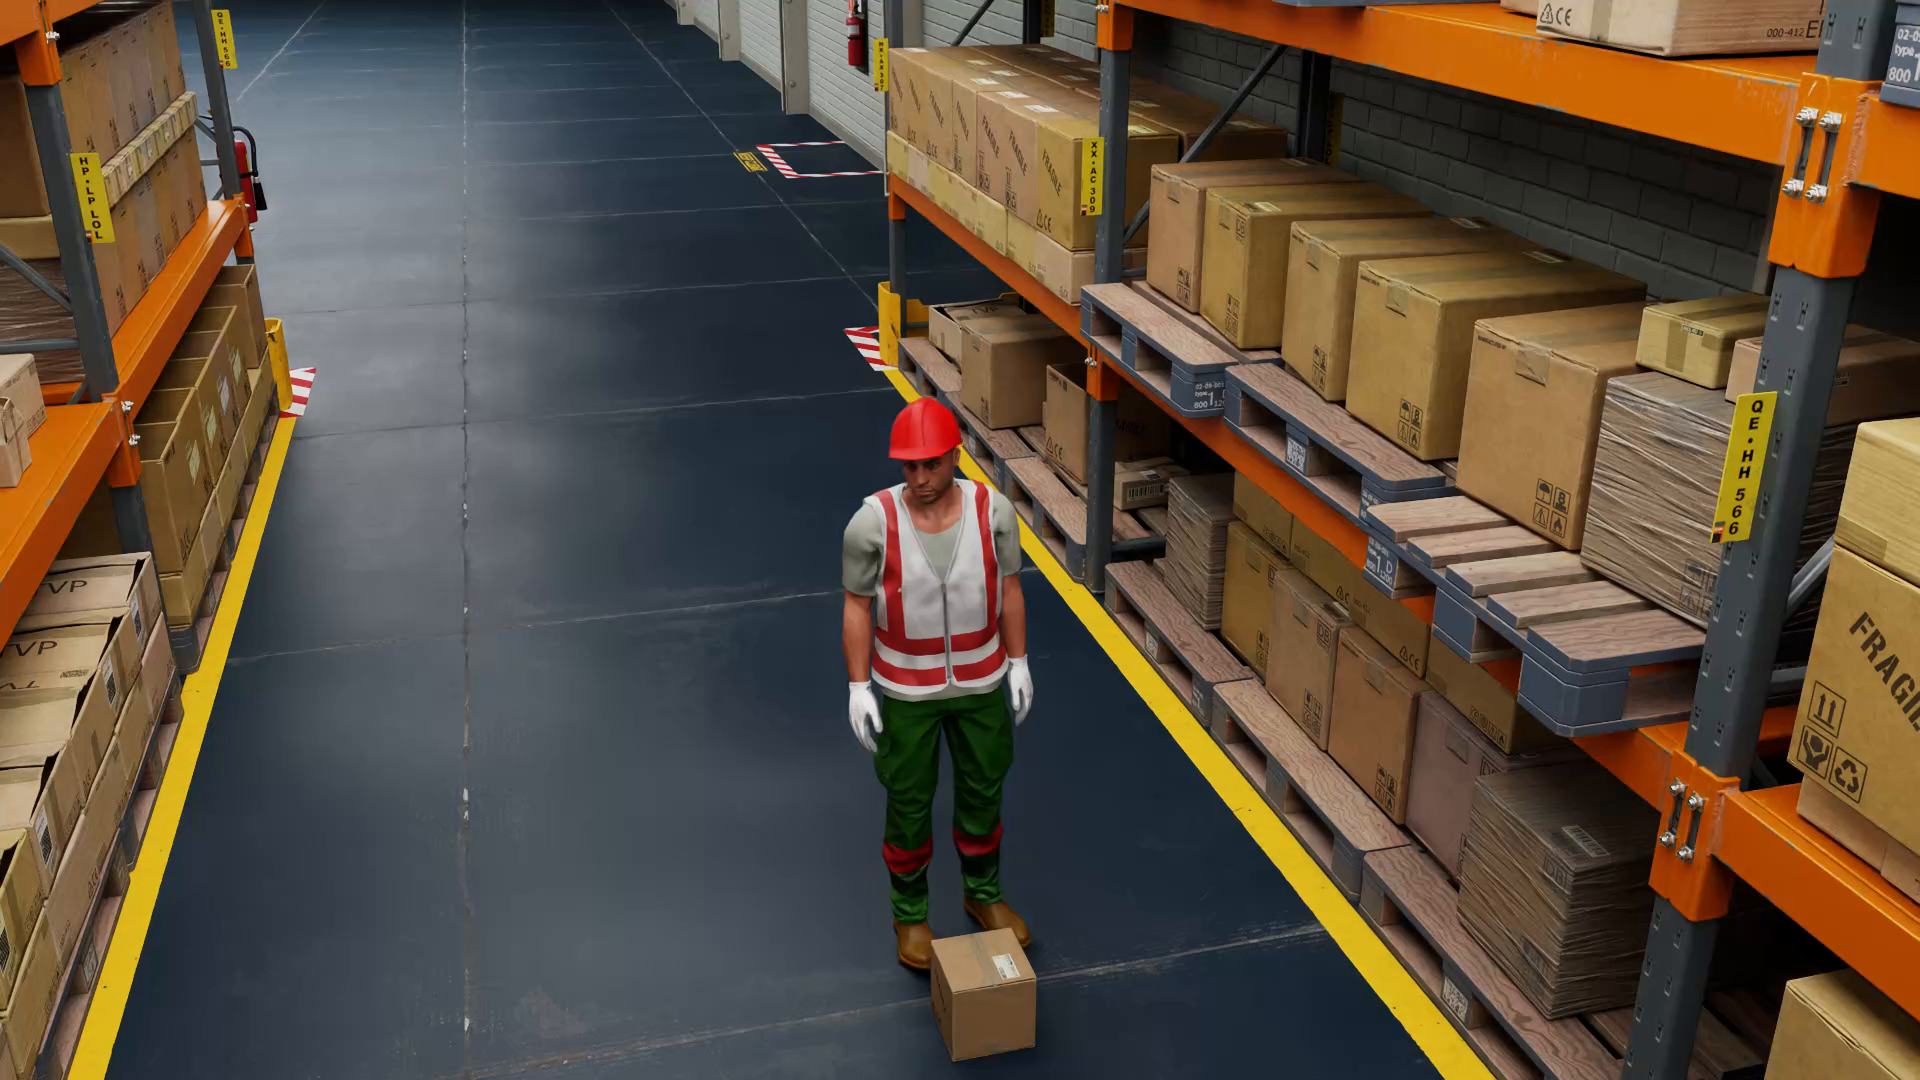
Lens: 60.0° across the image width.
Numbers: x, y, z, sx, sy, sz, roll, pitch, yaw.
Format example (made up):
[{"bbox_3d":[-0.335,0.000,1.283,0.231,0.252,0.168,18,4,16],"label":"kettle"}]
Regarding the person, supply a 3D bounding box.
[{"bbox_3d":[-0.056,0.447,4.988,0.577,1.808,0.372,-6,23,-14],"label":"person"}]
